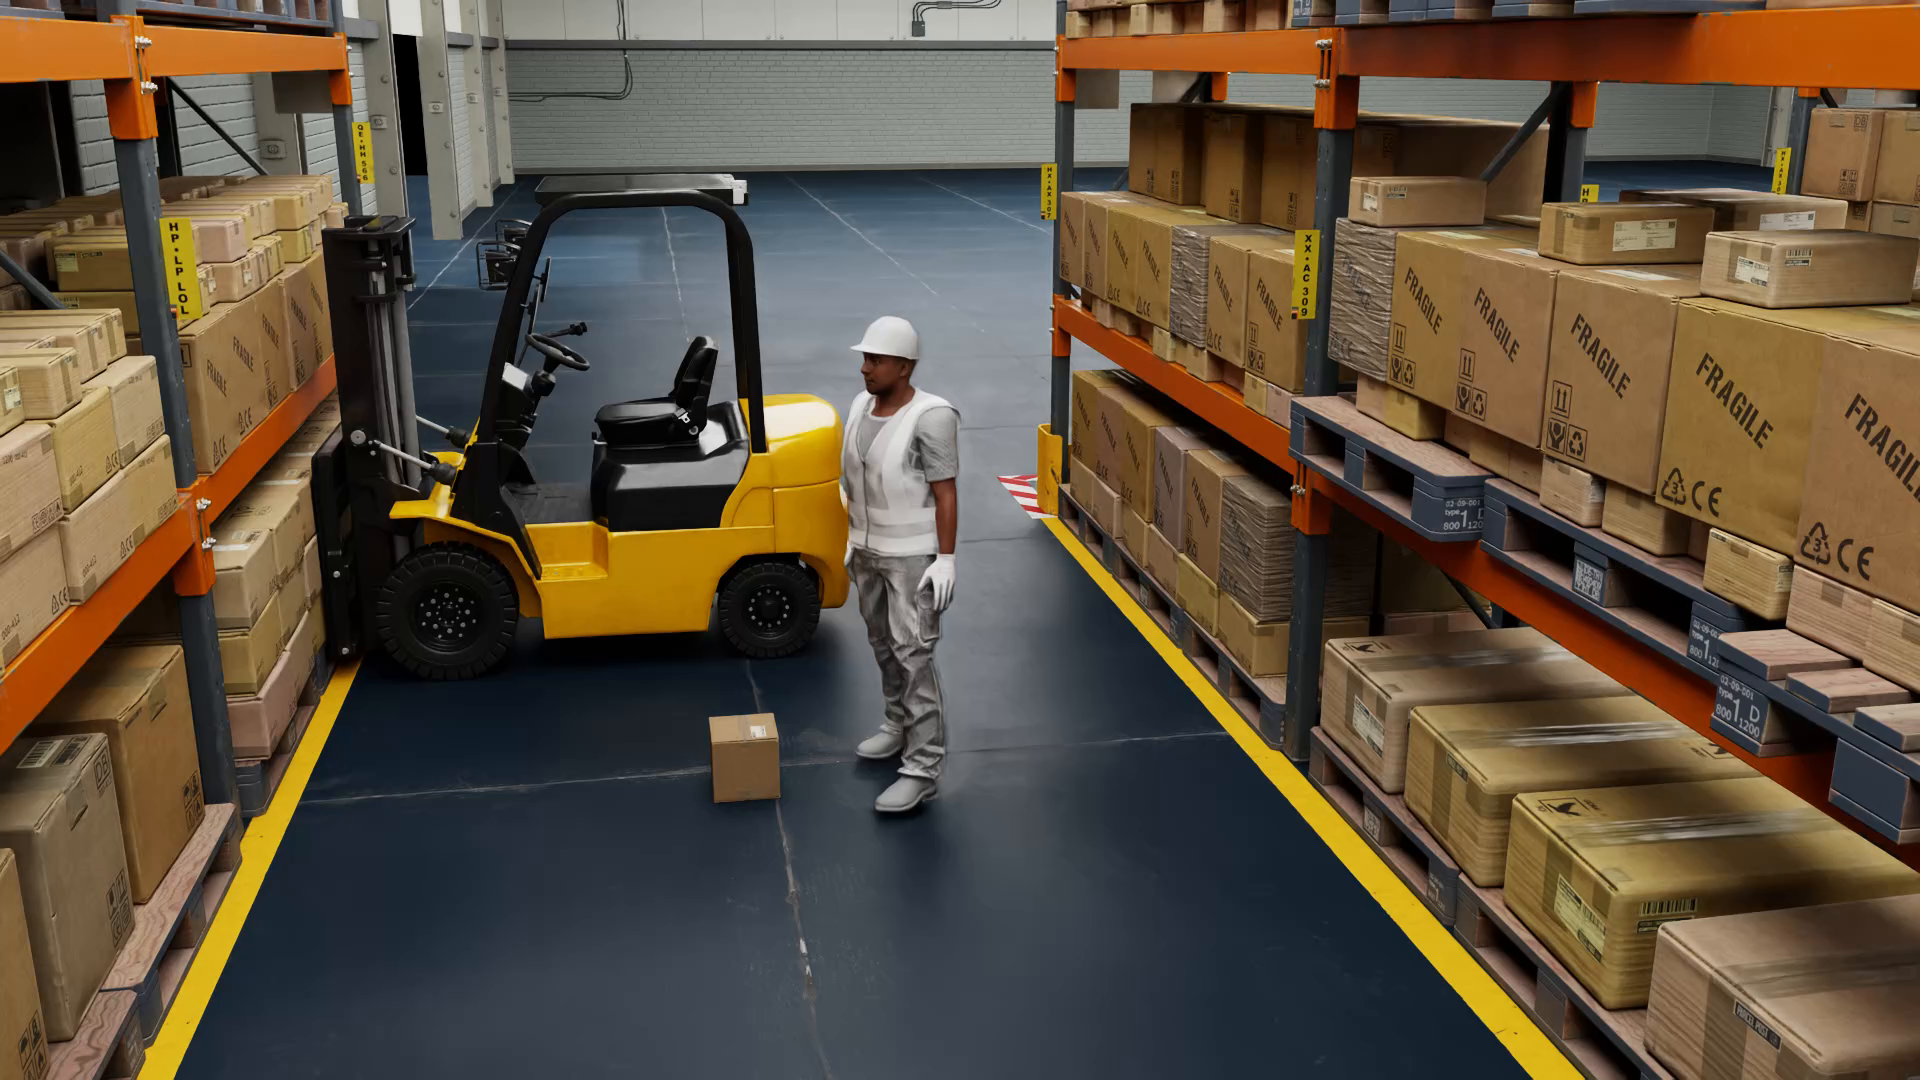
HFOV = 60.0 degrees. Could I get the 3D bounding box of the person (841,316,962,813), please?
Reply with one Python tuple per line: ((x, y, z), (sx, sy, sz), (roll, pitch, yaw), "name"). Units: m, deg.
((-0.276, 0.058, 6.248), (0.579, 1.778, 0.663), (-14, 21, -40), "person")
